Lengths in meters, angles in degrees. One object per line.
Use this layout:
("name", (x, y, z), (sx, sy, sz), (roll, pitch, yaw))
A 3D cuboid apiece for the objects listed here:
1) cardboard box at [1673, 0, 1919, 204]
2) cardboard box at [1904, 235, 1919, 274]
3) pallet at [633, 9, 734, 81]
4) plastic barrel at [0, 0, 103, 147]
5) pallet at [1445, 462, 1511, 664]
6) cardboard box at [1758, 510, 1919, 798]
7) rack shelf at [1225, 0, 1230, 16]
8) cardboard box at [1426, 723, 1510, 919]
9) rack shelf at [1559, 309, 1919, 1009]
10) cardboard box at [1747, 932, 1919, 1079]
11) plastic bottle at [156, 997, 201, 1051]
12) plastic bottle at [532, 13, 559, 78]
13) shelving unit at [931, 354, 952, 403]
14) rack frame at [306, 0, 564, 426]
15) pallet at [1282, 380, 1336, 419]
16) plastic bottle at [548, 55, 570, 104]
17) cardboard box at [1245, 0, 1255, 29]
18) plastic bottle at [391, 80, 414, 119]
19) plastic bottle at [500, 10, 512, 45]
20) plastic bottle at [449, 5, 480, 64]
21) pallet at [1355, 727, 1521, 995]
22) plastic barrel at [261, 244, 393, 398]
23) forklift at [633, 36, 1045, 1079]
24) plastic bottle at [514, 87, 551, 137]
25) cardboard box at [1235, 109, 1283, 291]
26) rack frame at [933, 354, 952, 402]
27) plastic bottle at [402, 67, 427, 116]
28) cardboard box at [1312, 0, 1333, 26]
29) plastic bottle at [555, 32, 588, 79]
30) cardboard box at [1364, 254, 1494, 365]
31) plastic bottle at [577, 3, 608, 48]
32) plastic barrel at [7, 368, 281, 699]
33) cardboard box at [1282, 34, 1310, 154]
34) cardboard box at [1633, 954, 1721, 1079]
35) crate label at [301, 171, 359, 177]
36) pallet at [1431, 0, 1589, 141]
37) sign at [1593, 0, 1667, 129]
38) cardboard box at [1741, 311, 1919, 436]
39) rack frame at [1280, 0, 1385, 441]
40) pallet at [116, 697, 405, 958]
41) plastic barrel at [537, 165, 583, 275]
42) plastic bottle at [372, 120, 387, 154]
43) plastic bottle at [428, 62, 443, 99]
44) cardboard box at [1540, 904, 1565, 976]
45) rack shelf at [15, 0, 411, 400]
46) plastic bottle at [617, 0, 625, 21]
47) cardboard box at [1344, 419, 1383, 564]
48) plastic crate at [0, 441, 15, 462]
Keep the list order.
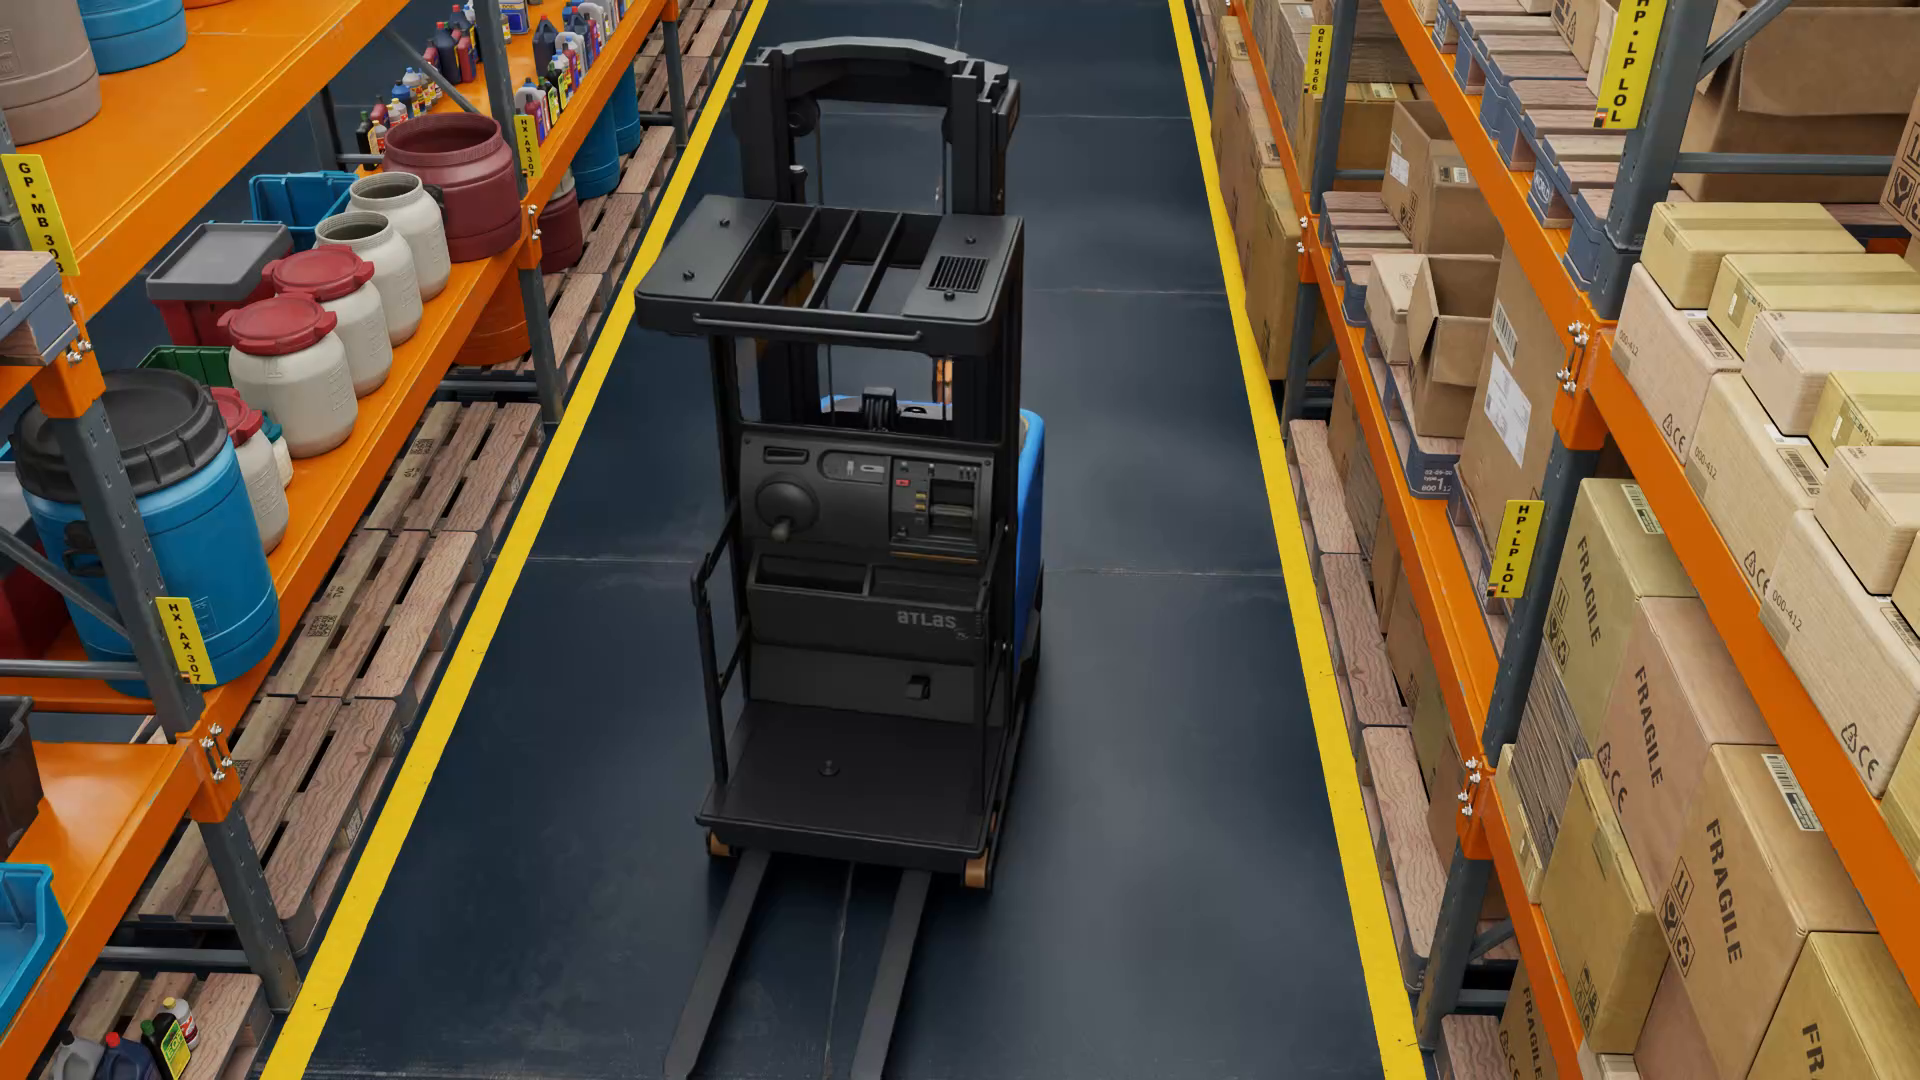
("cardboard box", (2.206, -1.197, 4.281), (0.797, 0.503, 0.637), (0, 35, 0))
("cardboard box", (2.363, -0.624, 3.704), (0.380, 0.149, 0.250), (2, 35, 3))
("pallet", (-2.503, -4.184, 14.020), (1.003, 0.211, 1.213), (1, 35, 2))
("plastic barrel", (-3.031, -1.708, 5.027), (0.600, 0.901, 0.600), (0, 35, 0))
("pallet", (2.264, 0.154, 5.588), (1.003, 0.211, 1.213), (1, 35, 2))
("cardboard box", (1.767, 0.188, 2.896), (0.500, 0.250, 0.500), (0, 35, 0))
("rack shelf", (2.489, -4.939, 13.295), (1.077, 0.370, 4.000), (1, 35, 2))
("cardboard box", (2.134, 1.002, 6.007), (0.700, 0.500, 0.500), (-1, 35, -2))
("rack shelf", (2.007, 0.728, 2.622), (1.077, 0.370, 4.000), (1, 35, 2))
("cardboard box", (1.768, 1.055, 2.925), (0.500, 0.500, 0.500), (1, 35, 2))
("plastic bottle", (-2.564, 1.578, 5.447), (0.097, 0.201, 0.097), (0, 35, 0))
("plastic bottle", (-2.451, -2.936, 9.862), (0.144, 0.351, 0.185), (1, 35, 2))
("shelving unit", (-0.001, -0.483, 7.893), (0.258, 1.200, 0.189), (1, 35, 2))
("rack frame", (-2.700, -1.901, 8.346), (1.000, 3.000, 0.127), (1, 35, 2))
("pallet", (2.355, -1.097, 9.627), (1.003, 0.211, 1.213), (1, 35, 2))
("plastic bottle", (-2.295, -2.630, 9.496), (0.097, 0.271, 0.097), (0, 35, 0))
("cardboard box", (2.122, -3.578, 10.645), (0.500, 0.500, 0.500), (1, 35, 2))
("plastic bottle", (-3.071, -2.401, 9.169), (0.097, 0.271, 0.097), (0, 35, 0))
("plastic bottle", (-2.860, -3.203, 10.372), (0.097, 0.201, 0.097), (0, 35, 0))
("plastic bottle", (-3.004, -3.053, 10.028), (0.144, 0.351, 0.185), (1, 35, 2))
("pallet", (2.118, 1.205, 6.351), (1.003, 0.211, 1.213), (1, 35, 2))
("plastic barrel", (-2.557, -0.873, 6.765), (0.433, 0.535, 0.433), (0, 35, 0))
("forklift", (-0.374, -0.095, 5.836), (1.130, 2.935, 3.031), (6, 35, 8))
("plastic bottle", (-2.342, -2.357, 9.103), (0.152, 0.276, 0.135), (1, 35, 2))
("cardboard box", (2.340, -1.997, 9.965), (1.225, 0.875, 0.875), (1, 35, 2))
("rack frame", (-0.004, -0.430, 7.818), (0.240, 1.200, 0.006), (1, 35, 2))
("plastic bottle", (-3.063, -2.513, 9.328), (0.097, 0.271, 0.097), (0, 35, 0))
("cardboard box", (2.323, -3.032, 8.996), (0.797, 0.503, 0.637), (2, 35, 3))
("plastic bottle", (-2.304, -2.888, 9.858), (0.152, 0.276, 0.135), (1, 35, 2))
("cardboard box", (1.951, -0.939, 6.743), (0.500, 0.250, 0.500), (0, 35, 1))
("plastic bottle", (-2.282, -3.204, 10.308), (0.152, 0.276, 0.135), (1, 35, 2))
("plastic barrel", (-2.543, -0.023, 5.238), (0.600, 0.901, 0.708), (1, 35, 2))
("cardboard box", (2.047, -2.403, 8.973), (0.500, 0.500, 0.500), (1, 35, 1))
("cardboard box", (2.033, 1.182, 3.613), (0.875, 0.500, 0.500), (1, 35, 2))
("crate label", (-3.092, -1.599, 8.062), (0.303, 0.233, 0.416), (1, 35, 2))
("pallet", (2.258, -1.587, 5.454), (1.213, 0.211, 1.003), (1, 35, 2))
("sign", (1.533, -1.099, 3.804), (0.100, 0.325, 0.005), (1, 35, 2))
("cardboard box", (1.792, -0.327, 3.282), (0.380, 0.149, 0.250), (2, 35, 2))
("rack frame", (2.248, -1.786, 8.183), (1.000, 3.000, 0.127), (1, 35, 2))
("pallet", (-2.868, 1.086, 6.521), (1.003, 0.211, 1.213), (1, 35, 2))
("plastic barrel", (-2.653, -2.016, 10.242), (0.600, 0.588, 0.708), (1, 35, 2))
("plastic bottle", (-3.088, -2.128, 8.841), (0.097, 0.201, 0.097), (0, 35, 0))
("plastic bottle", (-3.051, -2.652, 9.587), (0.097, 0.201, 0.097), (0, 35, 0))
("cardboard box", (1.773, 1.019, 4.410), (0.380, 0.149, 0.250), (1, 35, 2))
("rack shelf", (-2.781, -1.685, 6.055), (1.077, 0.370, 4.000), (1, 35, 2))
("plastic bottle", (-2.257, -3.537, 10.717), (0.144, 0.351, 0.185), (1, 35, 2))
("cardboard box", (2.232, -0.239, 7.773), (0.700, 0.500, 0.500), (-1, 35, -2))
("plastic crate", (-3.128, -0.237, 5.992), (0.392, 0.384, 0.575), (1, 35, 2))
